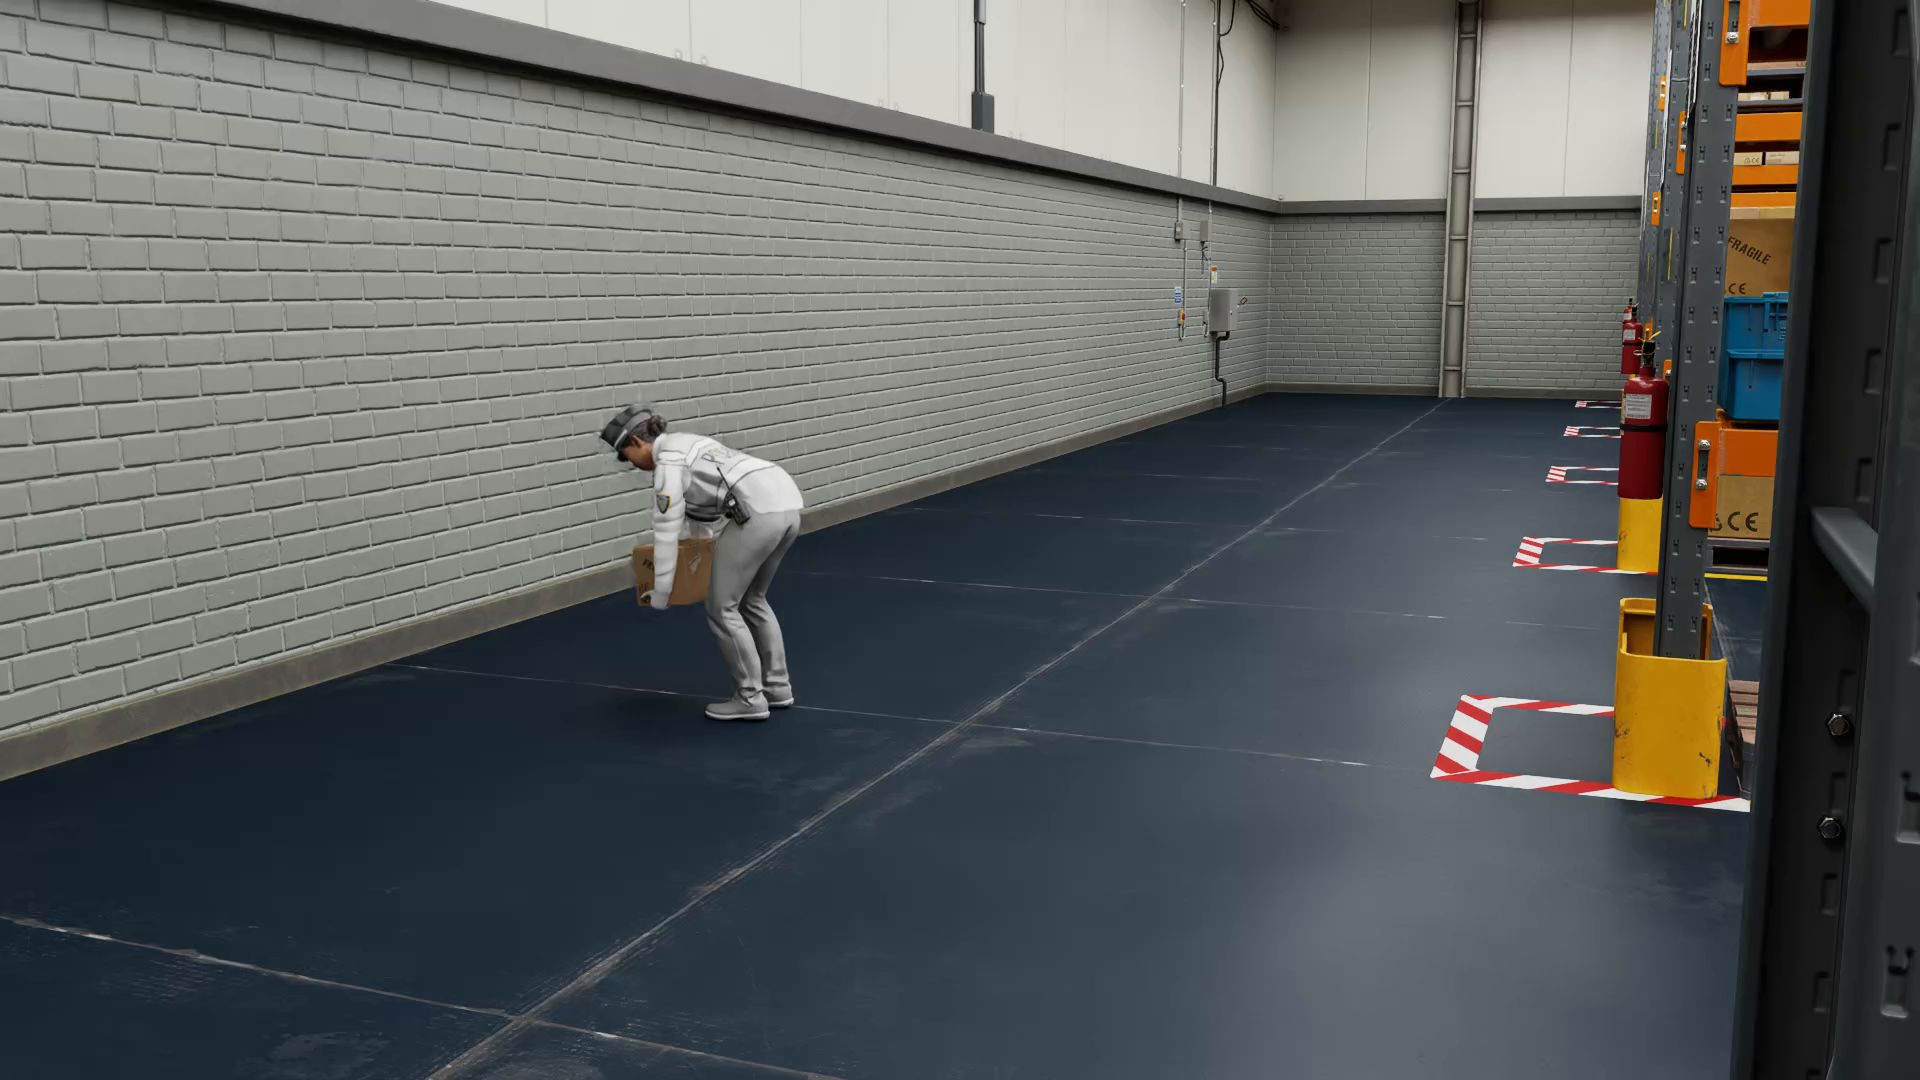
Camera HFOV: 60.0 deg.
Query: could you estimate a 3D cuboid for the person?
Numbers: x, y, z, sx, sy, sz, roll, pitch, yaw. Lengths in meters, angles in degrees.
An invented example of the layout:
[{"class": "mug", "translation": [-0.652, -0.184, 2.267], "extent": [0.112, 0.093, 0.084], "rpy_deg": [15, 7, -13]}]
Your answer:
[{"class": "person", "translation": [-0.958, -0.089, 6.950], "extent": [0.542, 1.665, 0.415], "rpy_deg": [3, 9, 20]}]
